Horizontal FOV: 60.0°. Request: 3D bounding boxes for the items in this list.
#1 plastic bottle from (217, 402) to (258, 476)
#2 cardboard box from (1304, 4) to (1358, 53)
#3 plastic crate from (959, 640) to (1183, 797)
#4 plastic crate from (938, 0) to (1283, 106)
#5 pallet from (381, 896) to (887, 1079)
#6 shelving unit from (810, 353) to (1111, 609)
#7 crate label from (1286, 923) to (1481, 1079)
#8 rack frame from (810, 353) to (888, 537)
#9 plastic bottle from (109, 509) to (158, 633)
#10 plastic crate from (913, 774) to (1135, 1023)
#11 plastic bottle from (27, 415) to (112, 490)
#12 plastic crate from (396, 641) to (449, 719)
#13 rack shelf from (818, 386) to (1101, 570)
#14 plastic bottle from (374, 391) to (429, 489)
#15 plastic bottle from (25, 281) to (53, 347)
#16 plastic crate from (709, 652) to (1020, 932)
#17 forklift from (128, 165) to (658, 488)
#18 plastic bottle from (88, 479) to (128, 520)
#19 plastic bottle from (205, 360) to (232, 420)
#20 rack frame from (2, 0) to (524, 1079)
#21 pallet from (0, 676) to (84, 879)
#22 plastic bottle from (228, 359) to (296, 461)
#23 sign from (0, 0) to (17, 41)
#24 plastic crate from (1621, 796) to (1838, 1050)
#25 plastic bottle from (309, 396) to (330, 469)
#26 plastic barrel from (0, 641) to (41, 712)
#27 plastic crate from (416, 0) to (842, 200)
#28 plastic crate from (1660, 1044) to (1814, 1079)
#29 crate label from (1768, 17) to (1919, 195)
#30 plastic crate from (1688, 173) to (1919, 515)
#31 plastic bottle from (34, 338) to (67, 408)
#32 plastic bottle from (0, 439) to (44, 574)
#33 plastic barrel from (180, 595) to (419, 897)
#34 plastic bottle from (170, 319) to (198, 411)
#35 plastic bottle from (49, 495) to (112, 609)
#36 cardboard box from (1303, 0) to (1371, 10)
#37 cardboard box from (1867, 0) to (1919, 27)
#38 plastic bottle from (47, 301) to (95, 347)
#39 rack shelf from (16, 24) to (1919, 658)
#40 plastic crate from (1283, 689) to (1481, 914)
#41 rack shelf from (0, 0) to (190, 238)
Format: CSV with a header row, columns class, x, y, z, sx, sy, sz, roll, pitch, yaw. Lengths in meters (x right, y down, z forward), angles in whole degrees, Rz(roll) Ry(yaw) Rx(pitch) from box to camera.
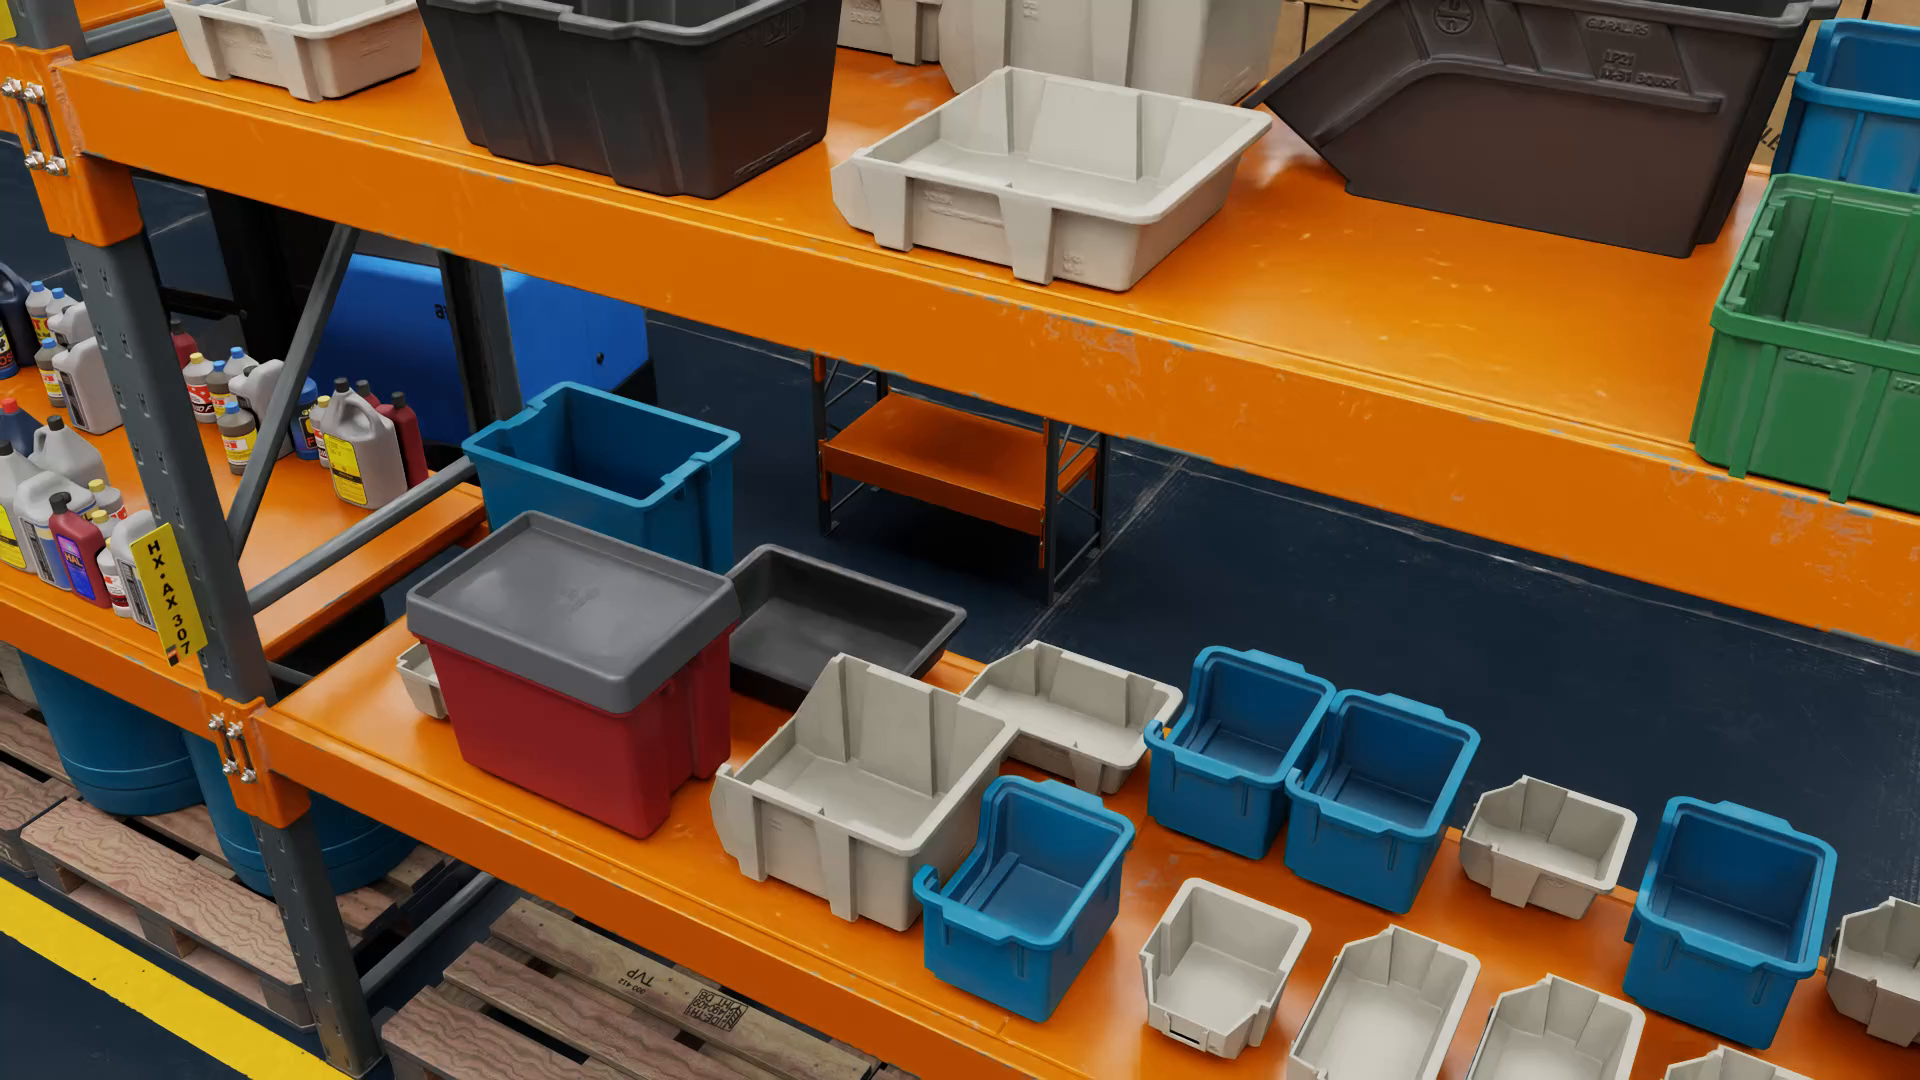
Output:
class,x,y,z,sx,sy,sz,roll,pitch,yaw
plastic bottle,-2.018,-0.291,4.660,0.097,0.201,0.097,0,34,0
cardboard box,1.773,-2.041,7.019,0.500,0.500,0.500,18,38,25
plastic crate,0.220,0.392,3.639,0.466,0.136,0.293,18,37,24
plastic crate,0.260,-0.885,2.773,0.530,0.282,0.437,18,37,24
pallet,-0.784,1.317,4.582,1.213,0.211,1.003,18,37,24
shelving unit,0.006,-0.466,6.435,1.048,1.125,0.538,18,37,24
crate label,0.735,0.869,2.923,0.243,0.136,0.396,18,37,24
rack frame,-0.435,-0.606,6.645,0.032,1.125,0.500,18,37,24
plastic bottle,-1.944,0.071,4.048,0.135,0.276,0.152,18,37,24
plastic crate,0.121,0.676,3.125,0.300,0.233,0.416,18,37,24
plastic bottle,-2.330,-0.172,4.346,0.185,0.351,0.144,18,37,24
plastic crate,-1.108,0.254,3.846,0.243,0.136,0.396,18,37,24
rack shelf,0.006,-0.263,6.571,1.000,0.278,0.538,18,37,24
plastic bottle,-1.548,-0.285,4.577,0.133,0.283,0.061,18,37,24
plastic bottle,-2.831,-0.675,5.173,0.097,0.271,0.097,0,34,0
plastic crate,-0.207,0.506,3.337,0.530,0.282,0.437,18,37,24
forklift,-2.942,-1.840,6.868,3.031,2.935,1.130,12,36,17
plastic bottle,-2.215,-0.063,4.318,0.097,0.201,0.097,0,34,0
plastic bottle,-2.144,-0.428,4.865,0.097,0.201,0.097,0,34,0
rack frame,-1.441,-0.027,4.085,0.127,3.000,1.000,18,37,24
pallet,-3.154,0.566,5.710,1.213,0.211,1.003,18,37,24
plastic bottle,-1.972,-0.387,4.737,0.135,0.276,0.152,18,37,24
sign,-1.716,-1.015,2.854,0.005,0.325,0.100,18,37,24
plastic crate,1.409,0.710,3.074,0.300,0.233,0.416,18,37,24
plastic bottle,-1.773,-0.310,4.689,0.097,0.201,0.097,0,34,0
plastic barrel,-2.966,0.283,5.485,0.421,0.512,0.421,0,34,0
plastic crate,-0.499,-0.748,2.578,0.590,0.269,0.497,18,37,24
plastic crate,1.234,1.020,2.695,0.243,0.136,0.396,18,37,24
crate label,1.391,-0.523,2.257,0.502,0.251,0.408,18,37,24
plastic crate,1.033,-0.221,1.861,0.336,0.188,0.450,18,37,24
plastic bottle,-2.705,-0.509,4.987,0.097,0.201,0.097,0,34,0
plastic bottle,-2.402,-0.102,4.242,0.185,0.351,0.144,18,37,24
plastic barrel,-1.905,0.513,4.787,0.708,0.901,0.600,18,37,24
plastic bottle,-2.319,-0.529,4.944,0.133,0.283,0.061,18,37,24
plastic bottle,-2.167,0.027,4.109,0.133,0.283,0.061,18,37,24
cardboard box,1.737,-2.461,6.747,0.500,0.500,0.500,16,37,23
cardboard box,3.531,-1.896,5.899,0.500,0.500,0.500,19,38,26
plastic bottle,-2.660,-0.605,5.064,0.135,0.276,0.152,18,37,24
rack shelf,0.295,-0.426,2.627,4.000,0.370,1.077,18,37,24
plastic crate,0.837,0.529,3.346,0.300,0.233,0.416,18,37,24
rack shelf,-3.178,-1.526,4.279,4.000,0.370,1.077,18,37,24
